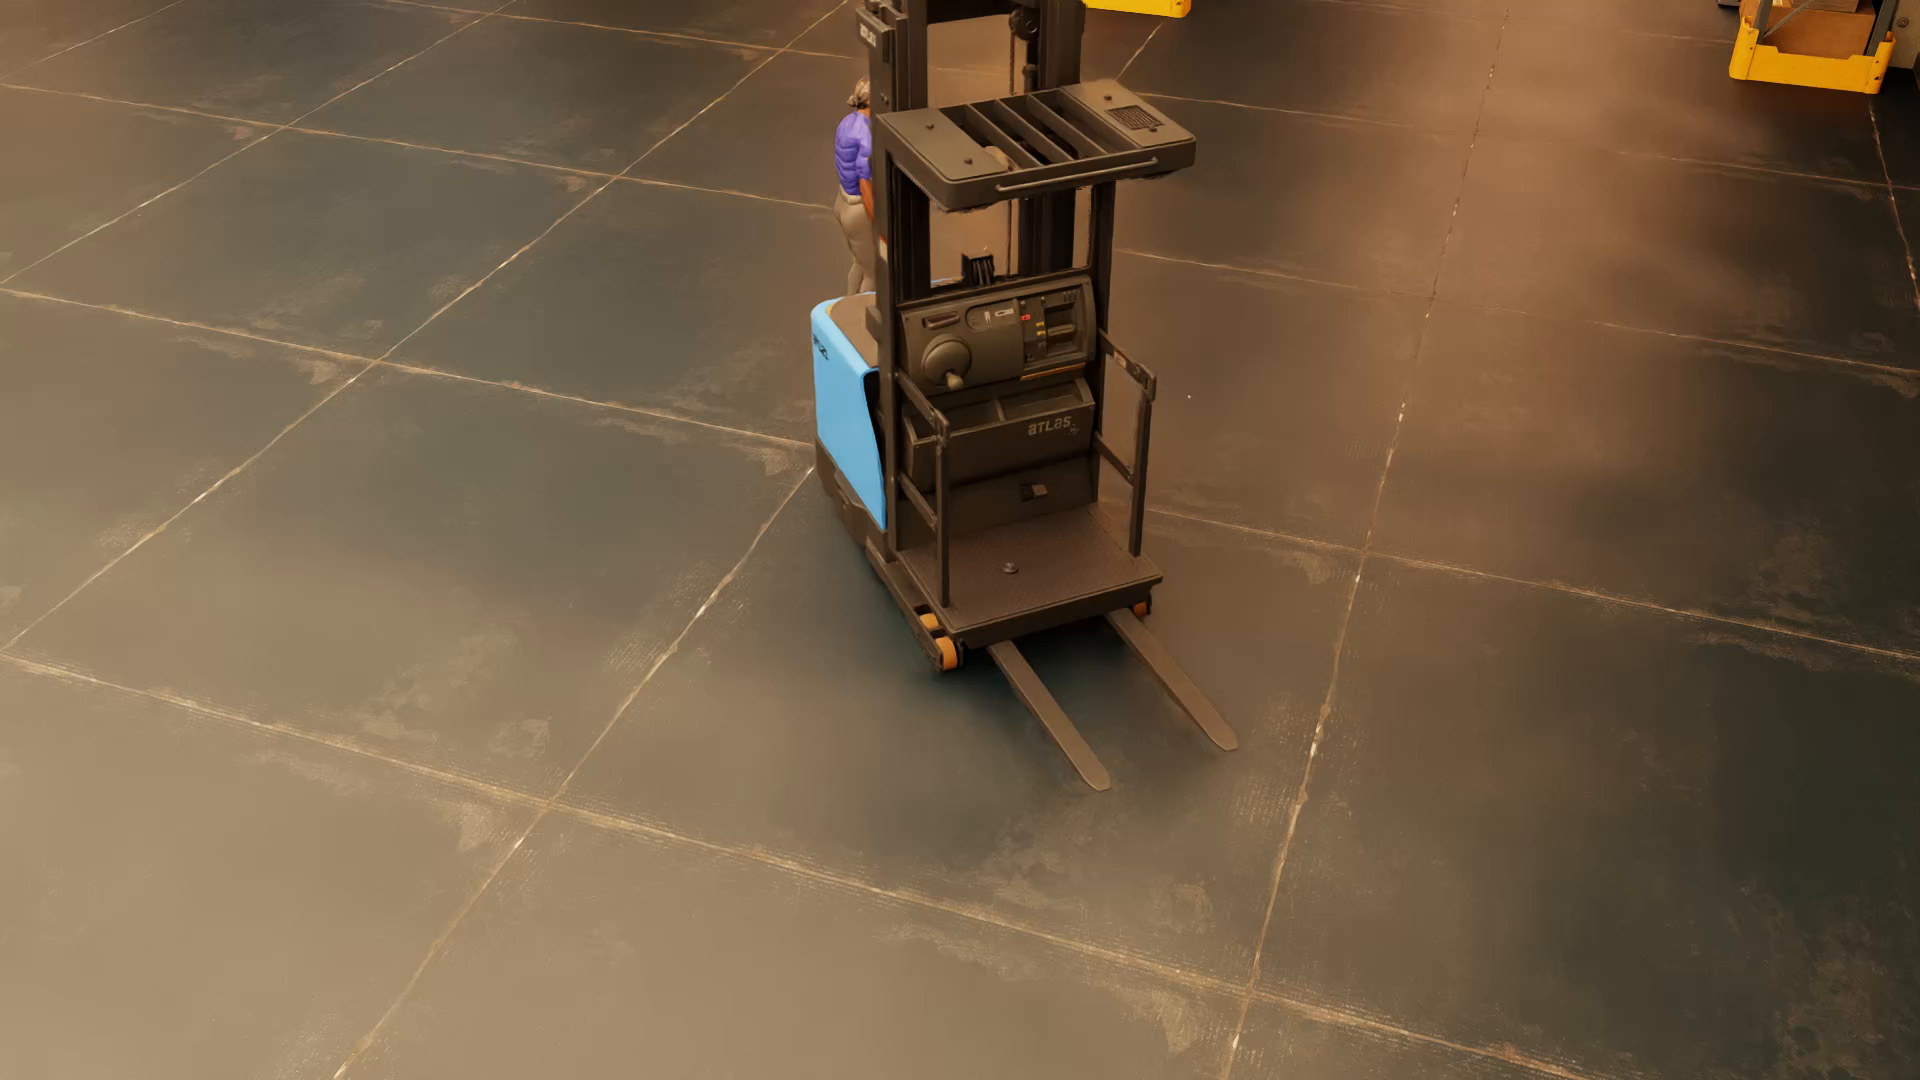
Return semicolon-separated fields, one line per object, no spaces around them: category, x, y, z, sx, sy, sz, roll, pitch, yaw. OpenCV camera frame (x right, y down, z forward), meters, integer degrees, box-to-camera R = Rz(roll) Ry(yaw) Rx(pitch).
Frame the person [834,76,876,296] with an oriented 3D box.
person;-0.564;-1.954;9.974;0.348;1.653;0.527;-11;37;-15

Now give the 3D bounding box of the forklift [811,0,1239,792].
forklift;0.271;-0.863;7.328;1.130;2.935;3.031;-14;38;-19
